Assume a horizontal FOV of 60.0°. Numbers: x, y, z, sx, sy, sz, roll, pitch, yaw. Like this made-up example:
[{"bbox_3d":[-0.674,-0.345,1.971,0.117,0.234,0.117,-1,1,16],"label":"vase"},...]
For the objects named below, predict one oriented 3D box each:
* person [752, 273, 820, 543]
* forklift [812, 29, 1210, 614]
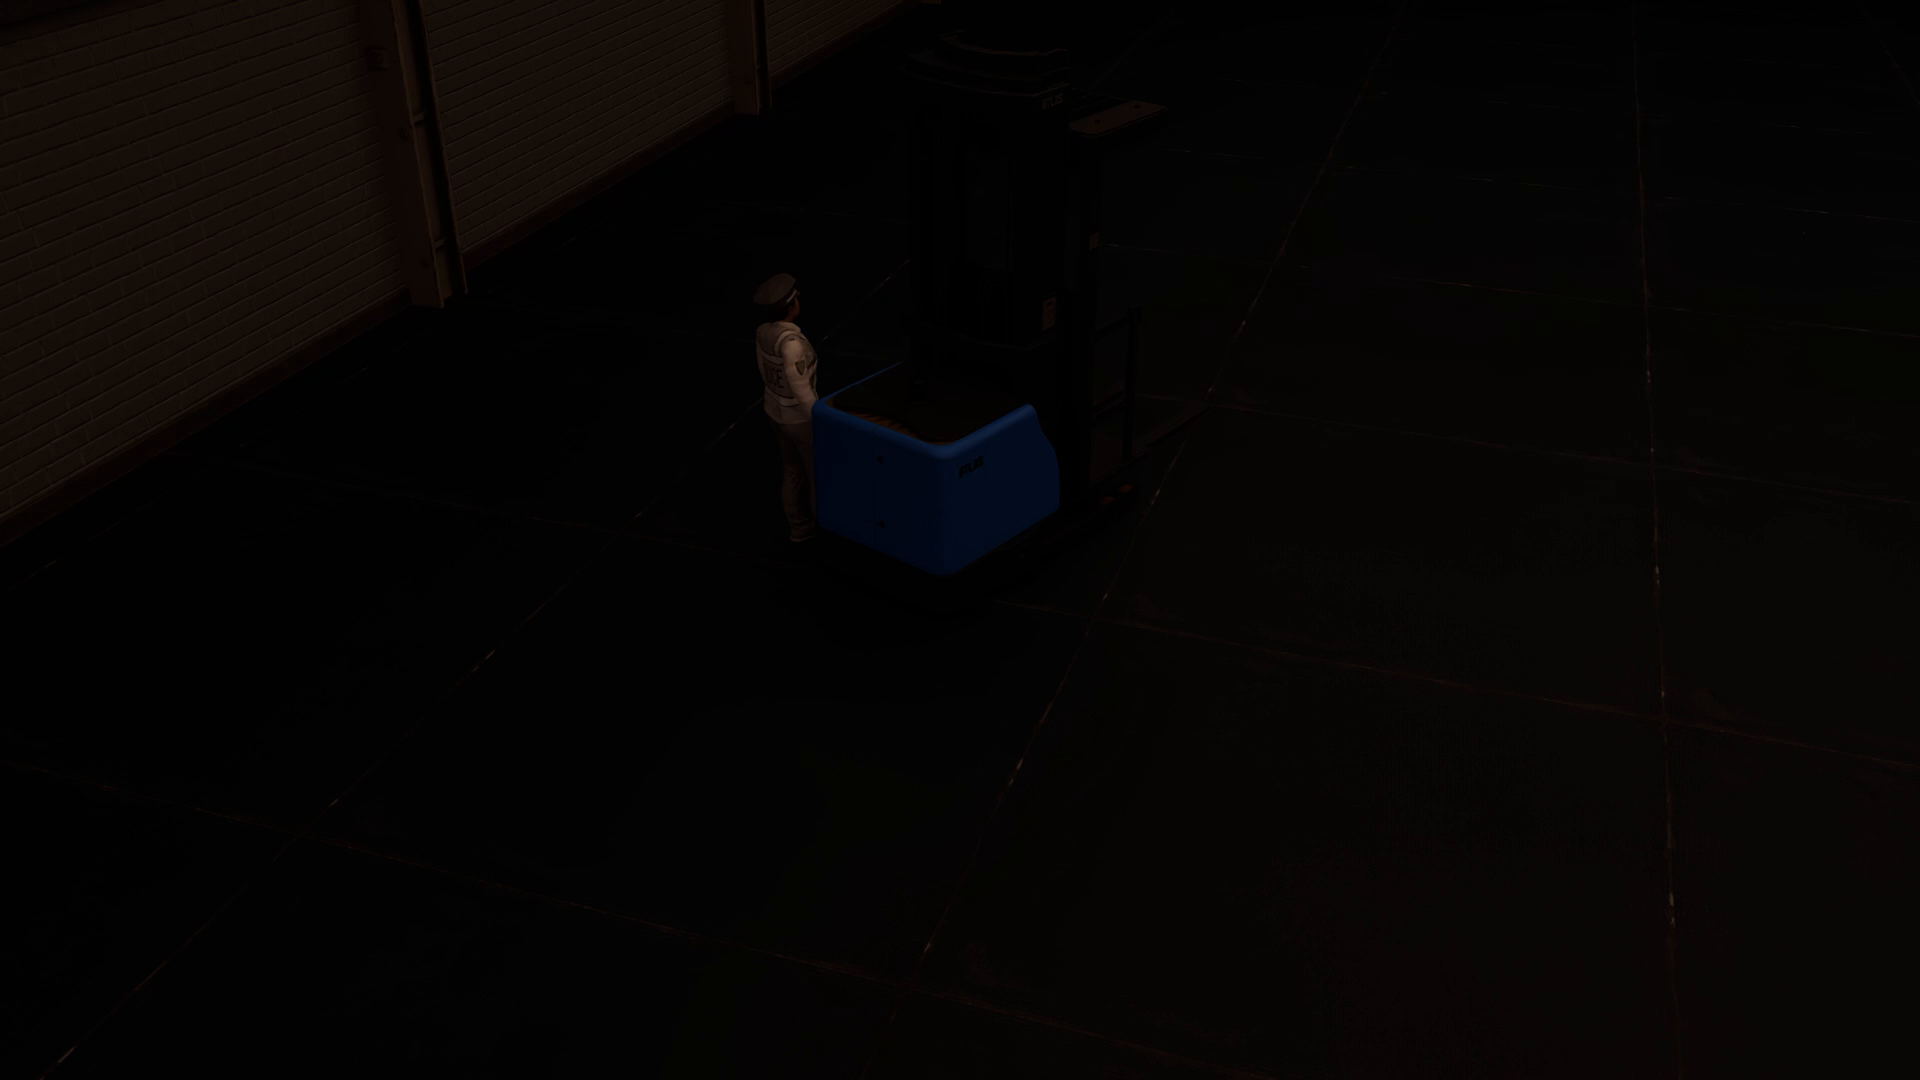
[{"bbox_3d":[-0.903,-0.744,9.684,0.507,1.697,0.587,-18,35,-29],"label":"person"},{"bbox_3d":[0.479,-1.521,9.805,1.130,2.935,3.031,22,36,33],"label":"forklift"}]
